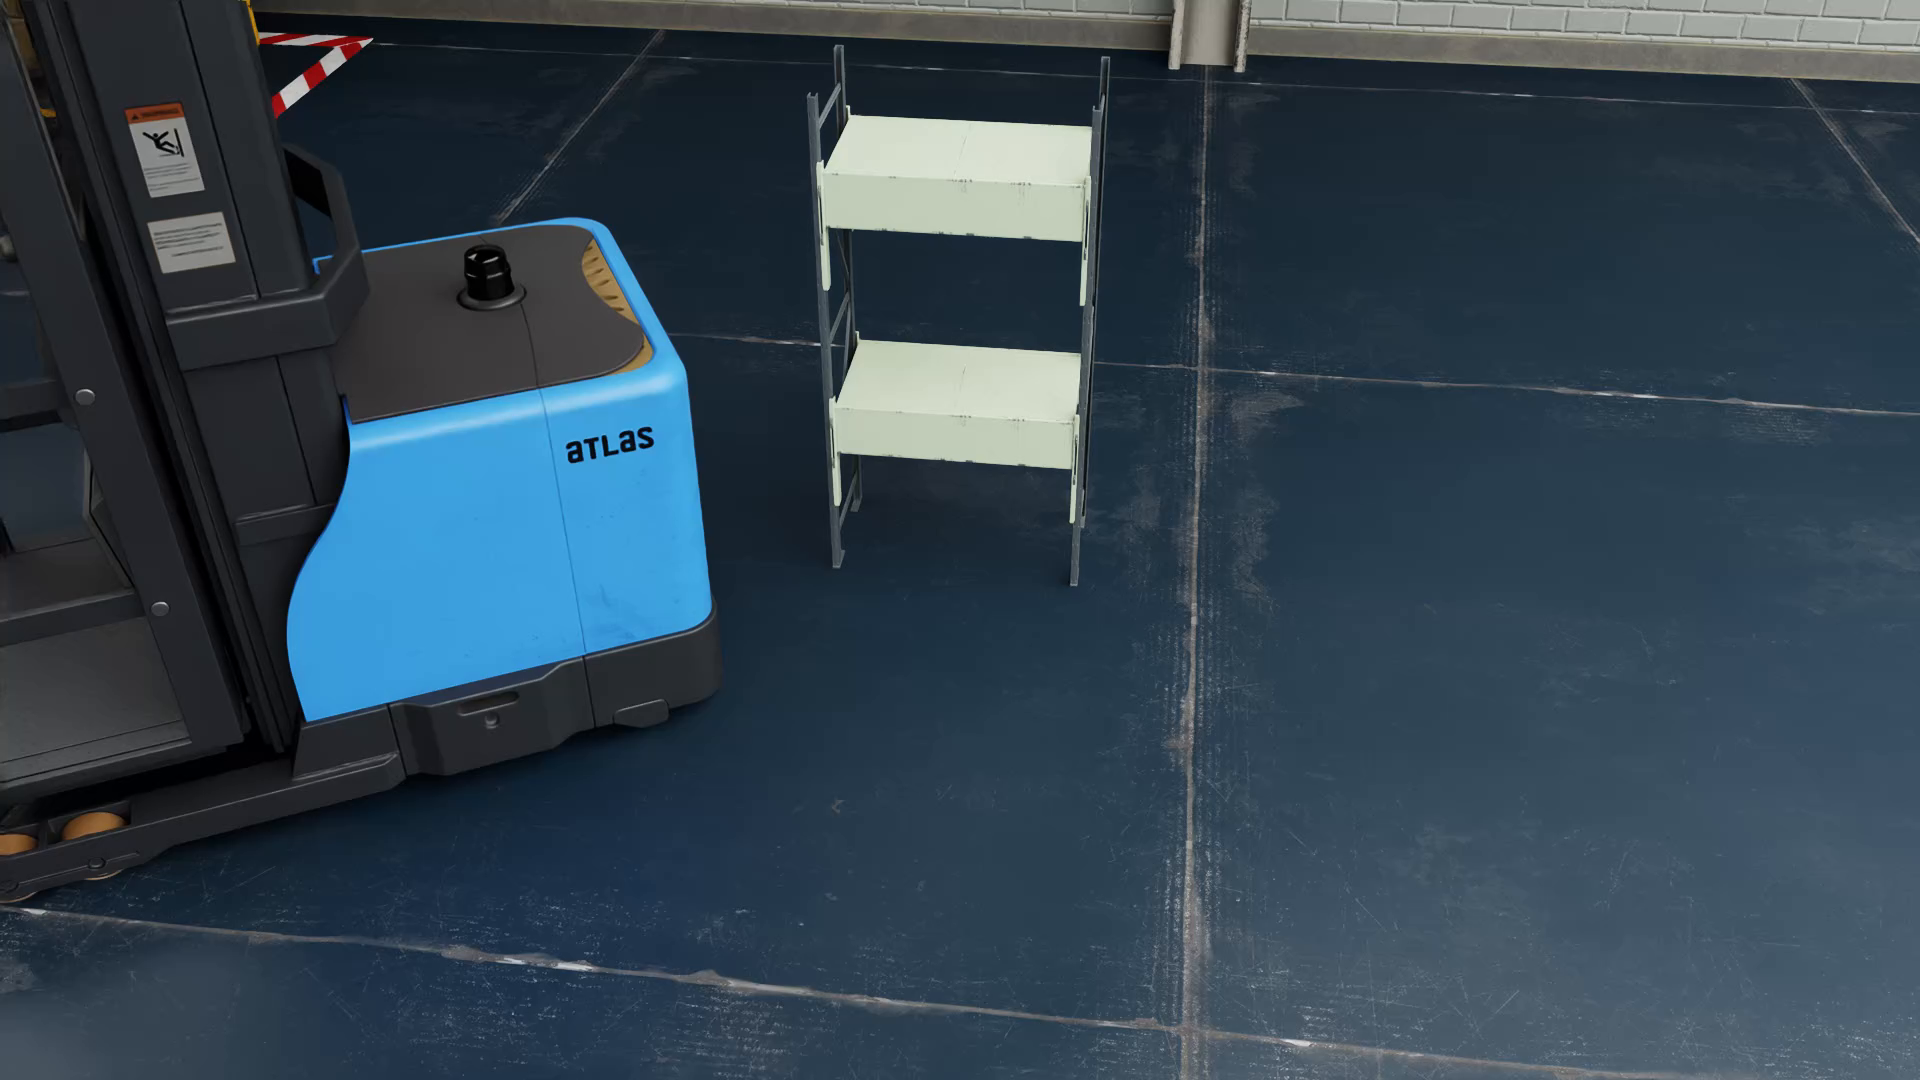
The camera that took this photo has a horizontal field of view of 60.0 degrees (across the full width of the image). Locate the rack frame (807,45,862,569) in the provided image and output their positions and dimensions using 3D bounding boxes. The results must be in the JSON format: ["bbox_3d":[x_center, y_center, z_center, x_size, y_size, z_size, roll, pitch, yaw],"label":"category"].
[{"bbox_3d":[-0.356,-0.637,4.852,0.023,1.500,0.400,4,36,6],"label":"rack frame"}]

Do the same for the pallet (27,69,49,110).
[{"bbox_3d":[-4.833,-2.533,8.618,1.213,0.211,1.003,4,36,6],"label":"pallet"}]

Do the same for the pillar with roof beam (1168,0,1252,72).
[{"bbox_3d":[0.758,-3.724,2.722,0.400,9.000,9.100,4,36,6],"label":"pillar with roof beam"}]

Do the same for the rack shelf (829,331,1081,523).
[{"bbox_3d":[0.007,-0.345,5.003,0.720,0.370,0.431,4,36,6],"label":"rack shelf"}]

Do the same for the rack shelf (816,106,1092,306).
[{"bbox_3d":[0.007,-0.928,4.587,0.720,0.370,0.431,4,36,6],"label":"rack shelf"}]

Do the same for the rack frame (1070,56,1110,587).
[{"bbox_3d":[0.370,-0.583,4.776,0.023,1.500,0.400,4,36,6],"label":"rack frame"}]

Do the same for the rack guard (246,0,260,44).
[{"bbox_3d":[-4.045,-2.617,8.486,0.348,0.500,1.175,4,36,6],"label":"rack guard"}]

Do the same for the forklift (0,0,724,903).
[{"bbox_3d":[-2.219,-0.666,3.660,3.031,2.935,1.130,-13,38,-18],"label":"forklift"}]

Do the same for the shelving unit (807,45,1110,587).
[{"bbox_3d":[0.007,-0.610,4.814,0.755,1.500,0.431,4,36,6],"label":"shelving unit"}]

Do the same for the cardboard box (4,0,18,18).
[{"bbox_3d":[-4.592,-2.747,8.092,0.500,0.250,0.500,4,36,5],"label":"cardboard box"}]

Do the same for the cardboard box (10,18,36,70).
[{"bbox_3d":[-4.575,-2.540,8.233,0.500,0.250,0.500,5,36,6],"label":"cardboard box"}]
